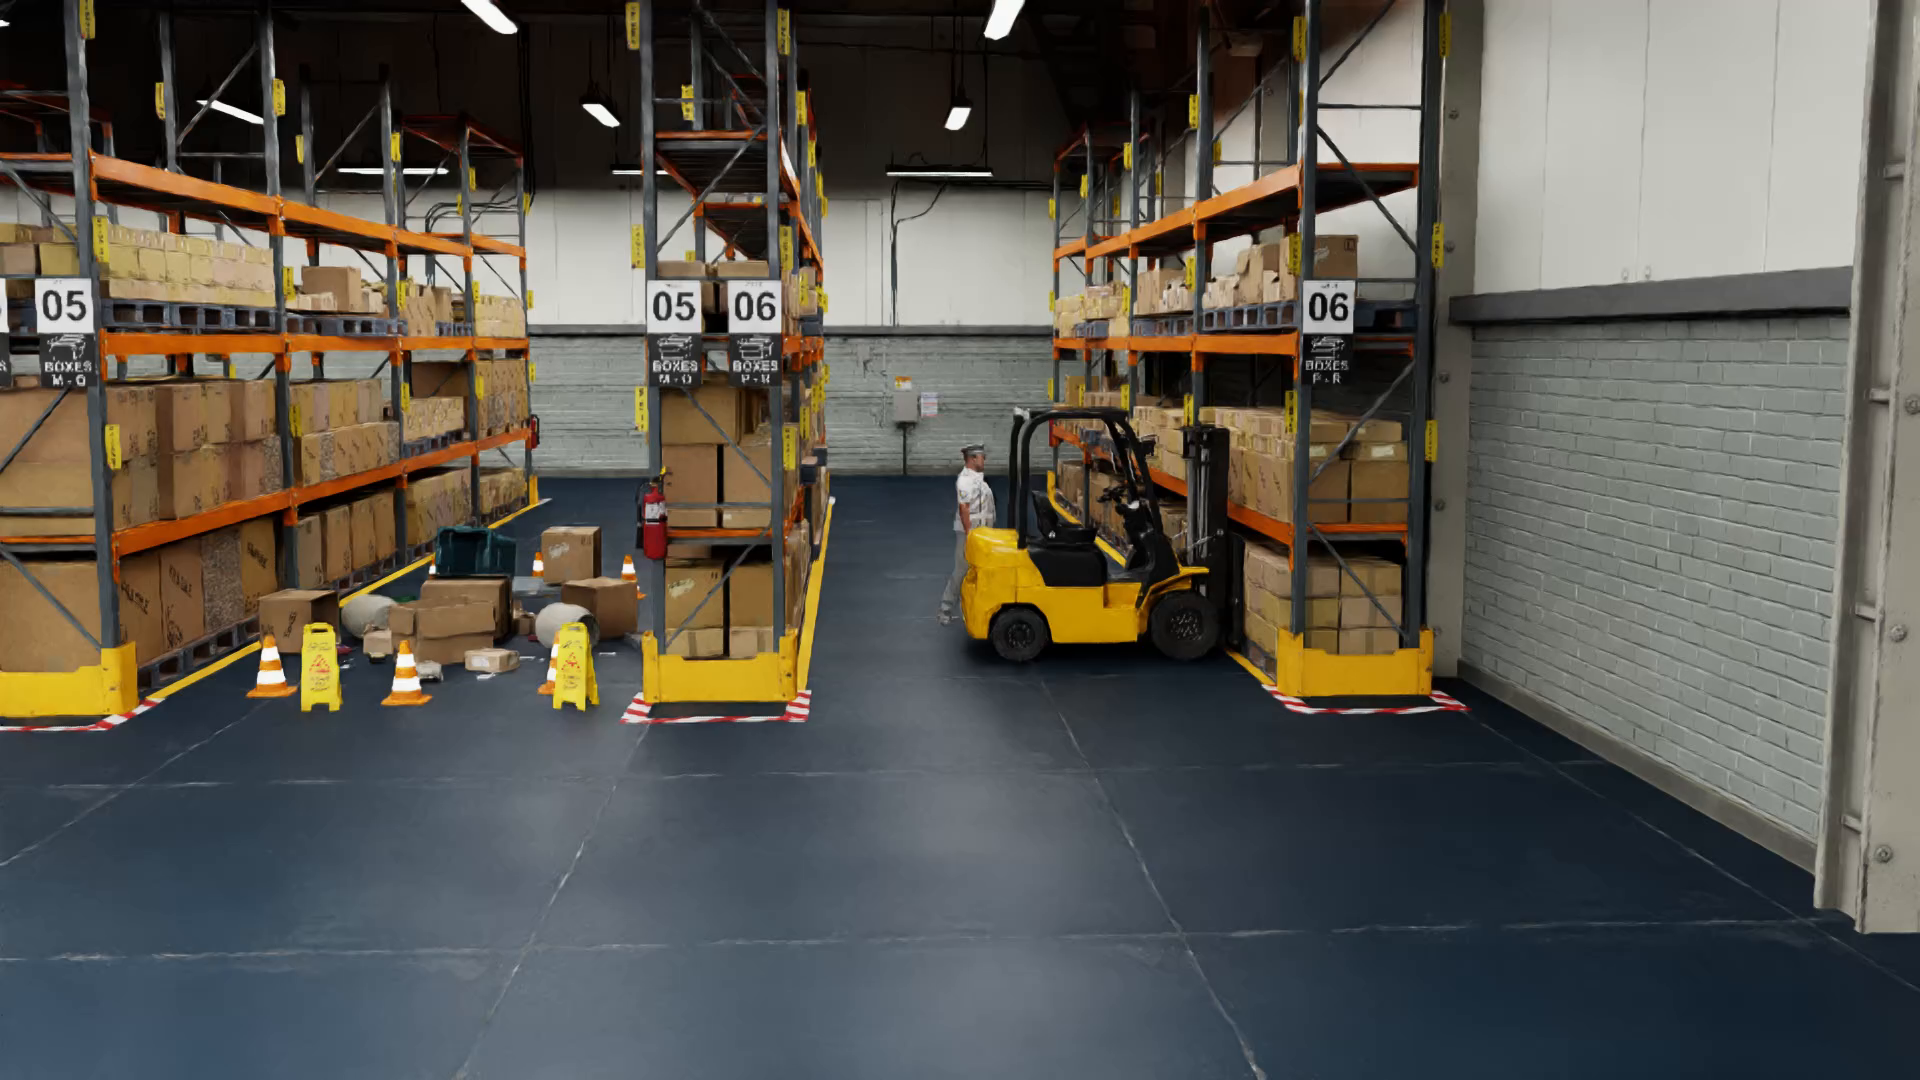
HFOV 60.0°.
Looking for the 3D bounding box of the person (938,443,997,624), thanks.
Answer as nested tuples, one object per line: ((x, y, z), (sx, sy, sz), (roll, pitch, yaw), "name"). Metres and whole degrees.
((0.090, -0.077, 16.302), (0.564, 1.750, 0.759), (2, 7, 16), "person")
